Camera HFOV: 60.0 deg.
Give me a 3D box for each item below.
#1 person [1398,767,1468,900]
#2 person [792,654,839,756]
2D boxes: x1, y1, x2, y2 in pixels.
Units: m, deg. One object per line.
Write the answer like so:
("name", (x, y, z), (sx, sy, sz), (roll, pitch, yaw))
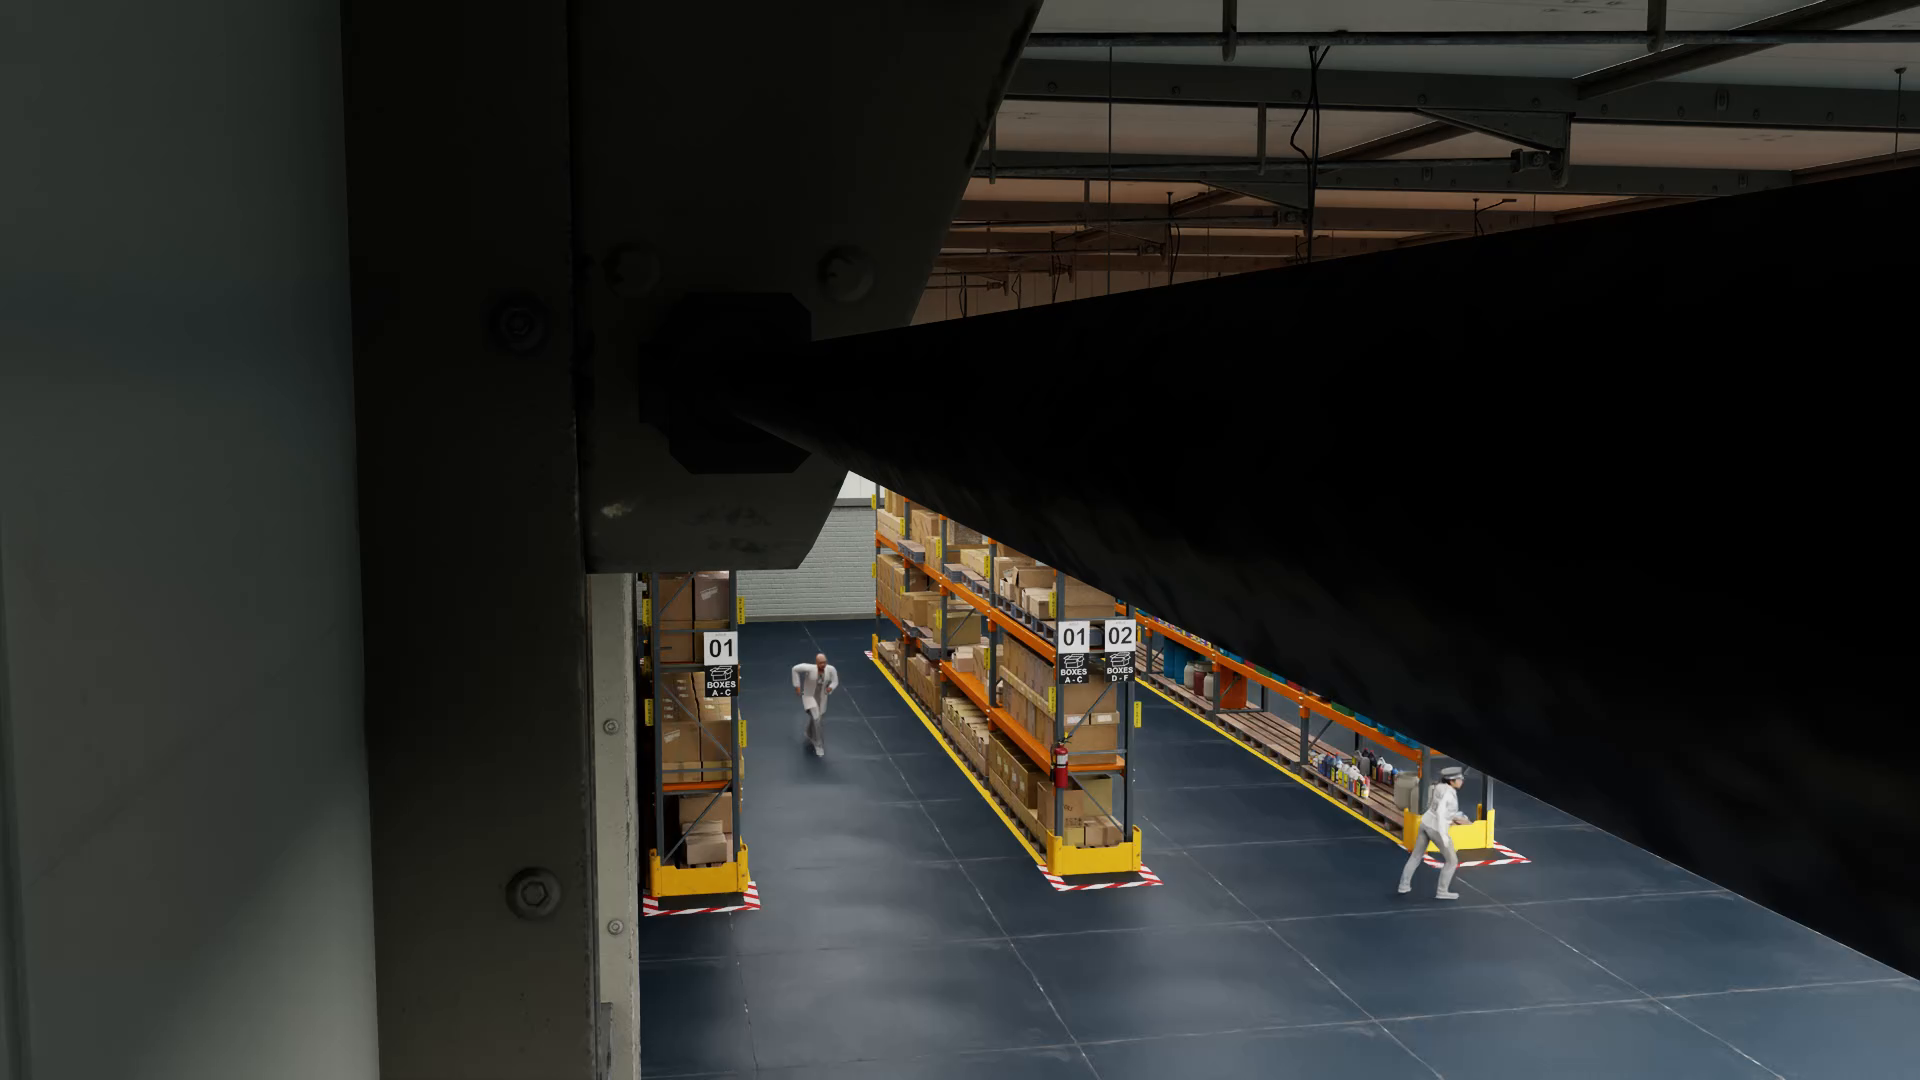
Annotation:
("person", (5.726, 3.496, 19.946), (0.837, 1.608, 0.626), (-2, 6, -16))
("person", (-2.423, 2.696, 27.584), (0.754, 1.747, 1.068), (-2, 6, -20))
